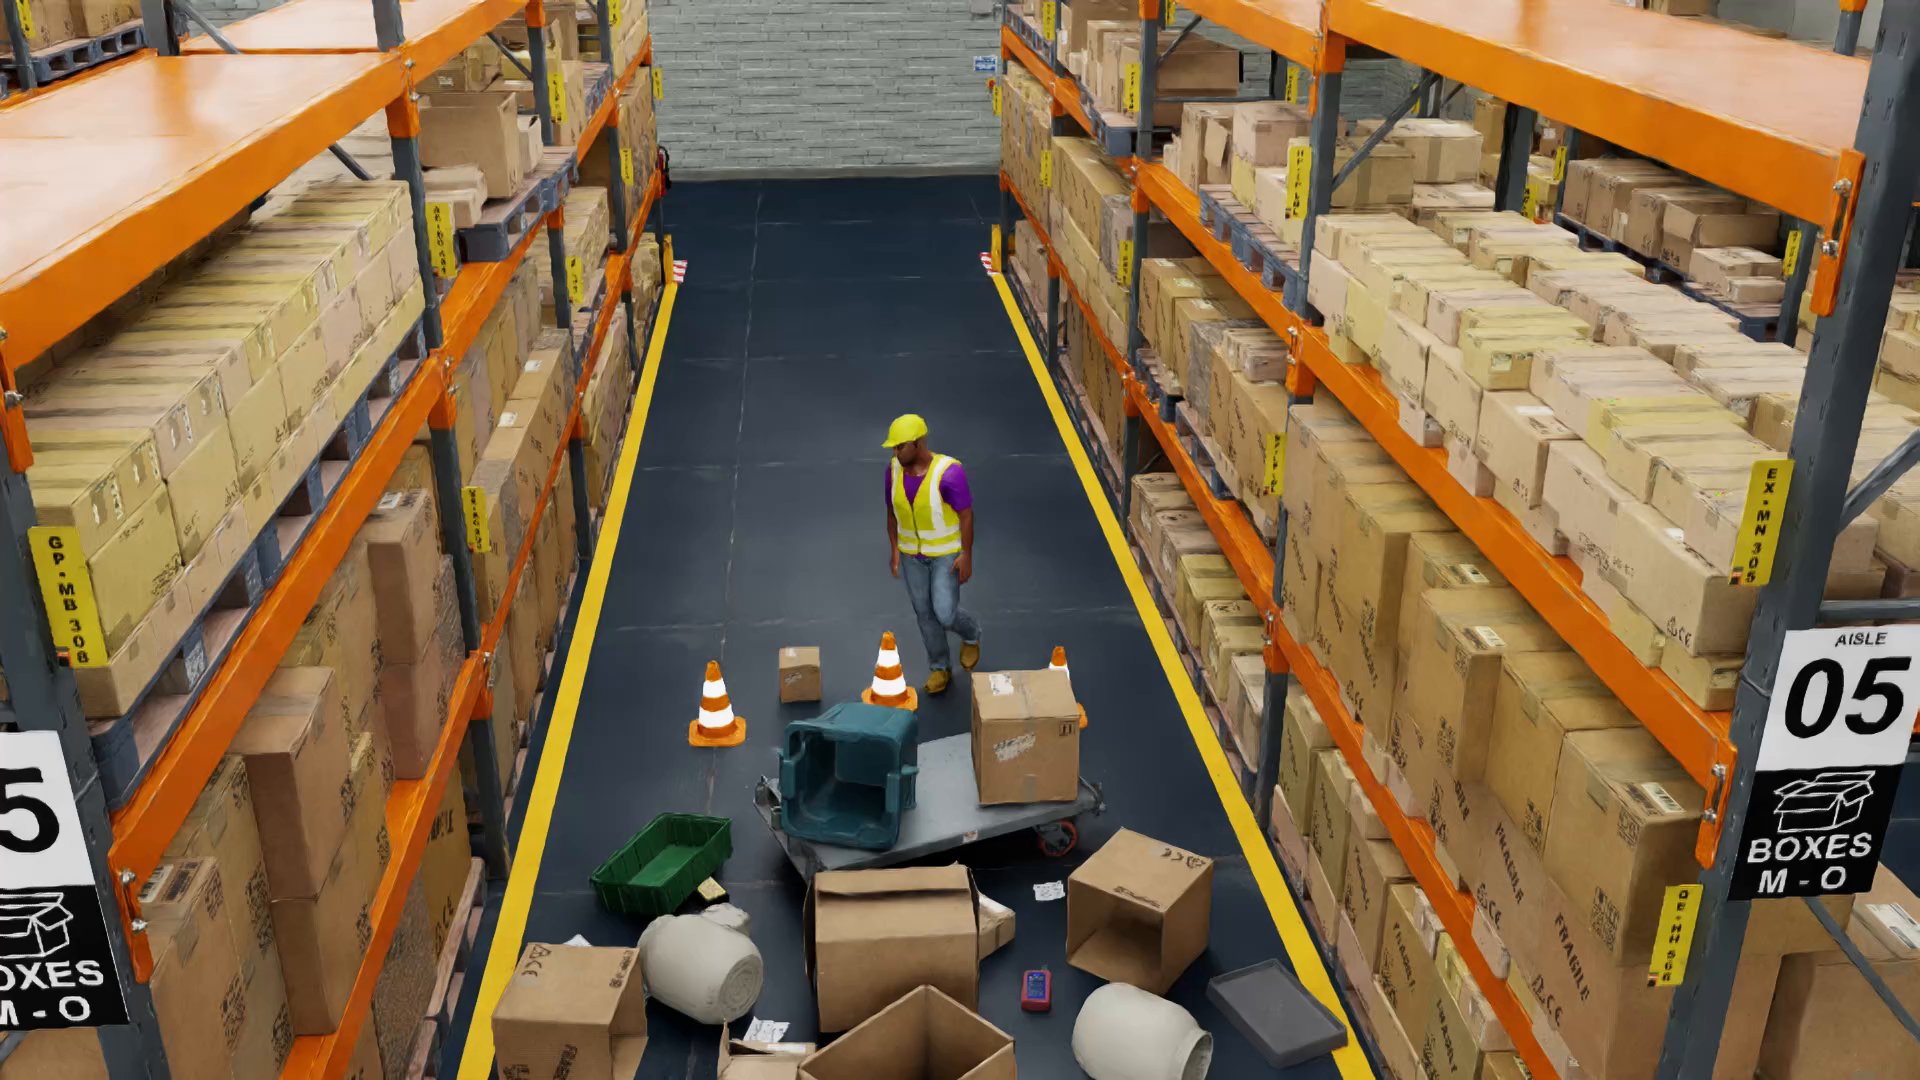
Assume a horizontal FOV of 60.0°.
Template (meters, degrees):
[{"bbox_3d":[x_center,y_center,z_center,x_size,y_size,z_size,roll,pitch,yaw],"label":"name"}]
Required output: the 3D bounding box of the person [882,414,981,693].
[{"bbox_3d":[-0.173,0.057,10.181,0.613,1.752,0.513,11,26,24],"label":"person"}]
